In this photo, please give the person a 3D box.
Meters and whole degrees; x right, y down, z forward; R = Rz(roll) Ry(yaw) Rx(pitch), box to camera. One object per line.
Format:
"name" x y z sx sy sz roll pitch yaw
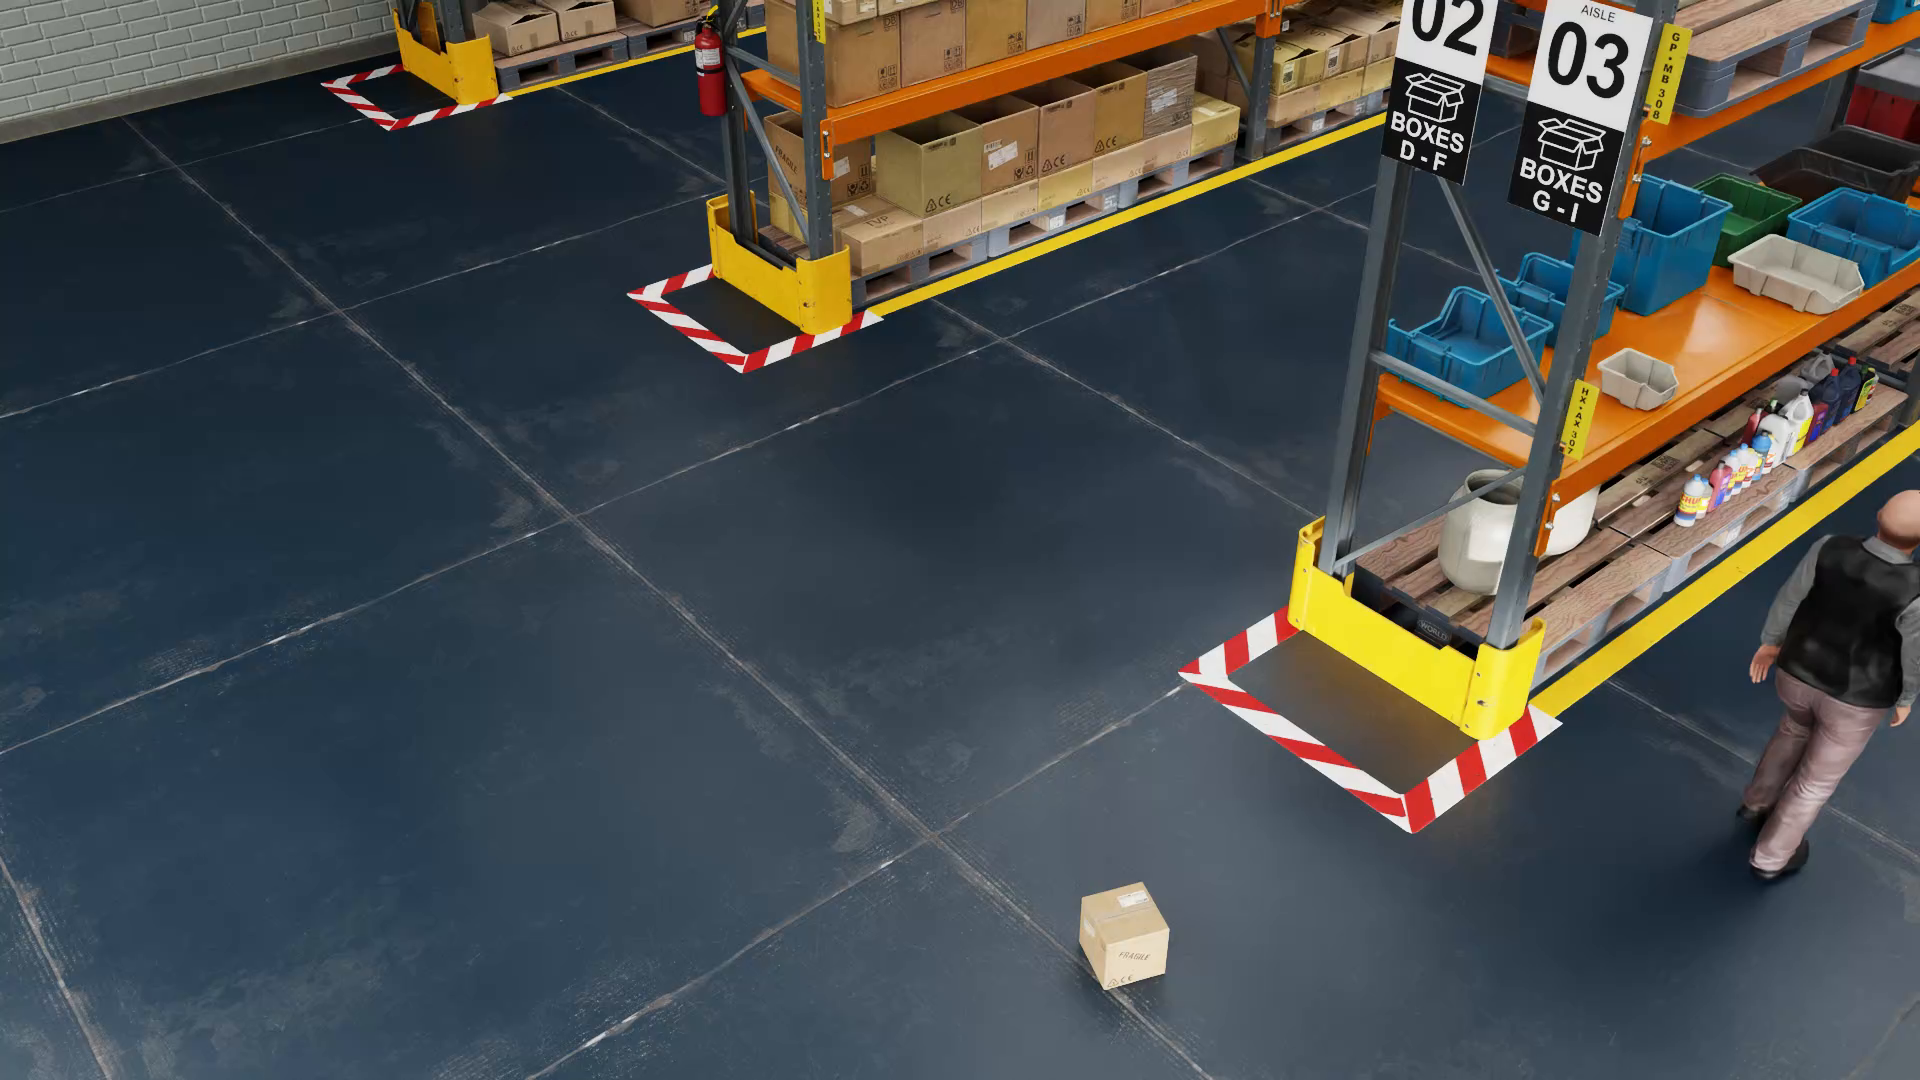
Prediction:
"person" 3.314 0.554 6.346 0.510 1.740 0.574 -20 40 -25
